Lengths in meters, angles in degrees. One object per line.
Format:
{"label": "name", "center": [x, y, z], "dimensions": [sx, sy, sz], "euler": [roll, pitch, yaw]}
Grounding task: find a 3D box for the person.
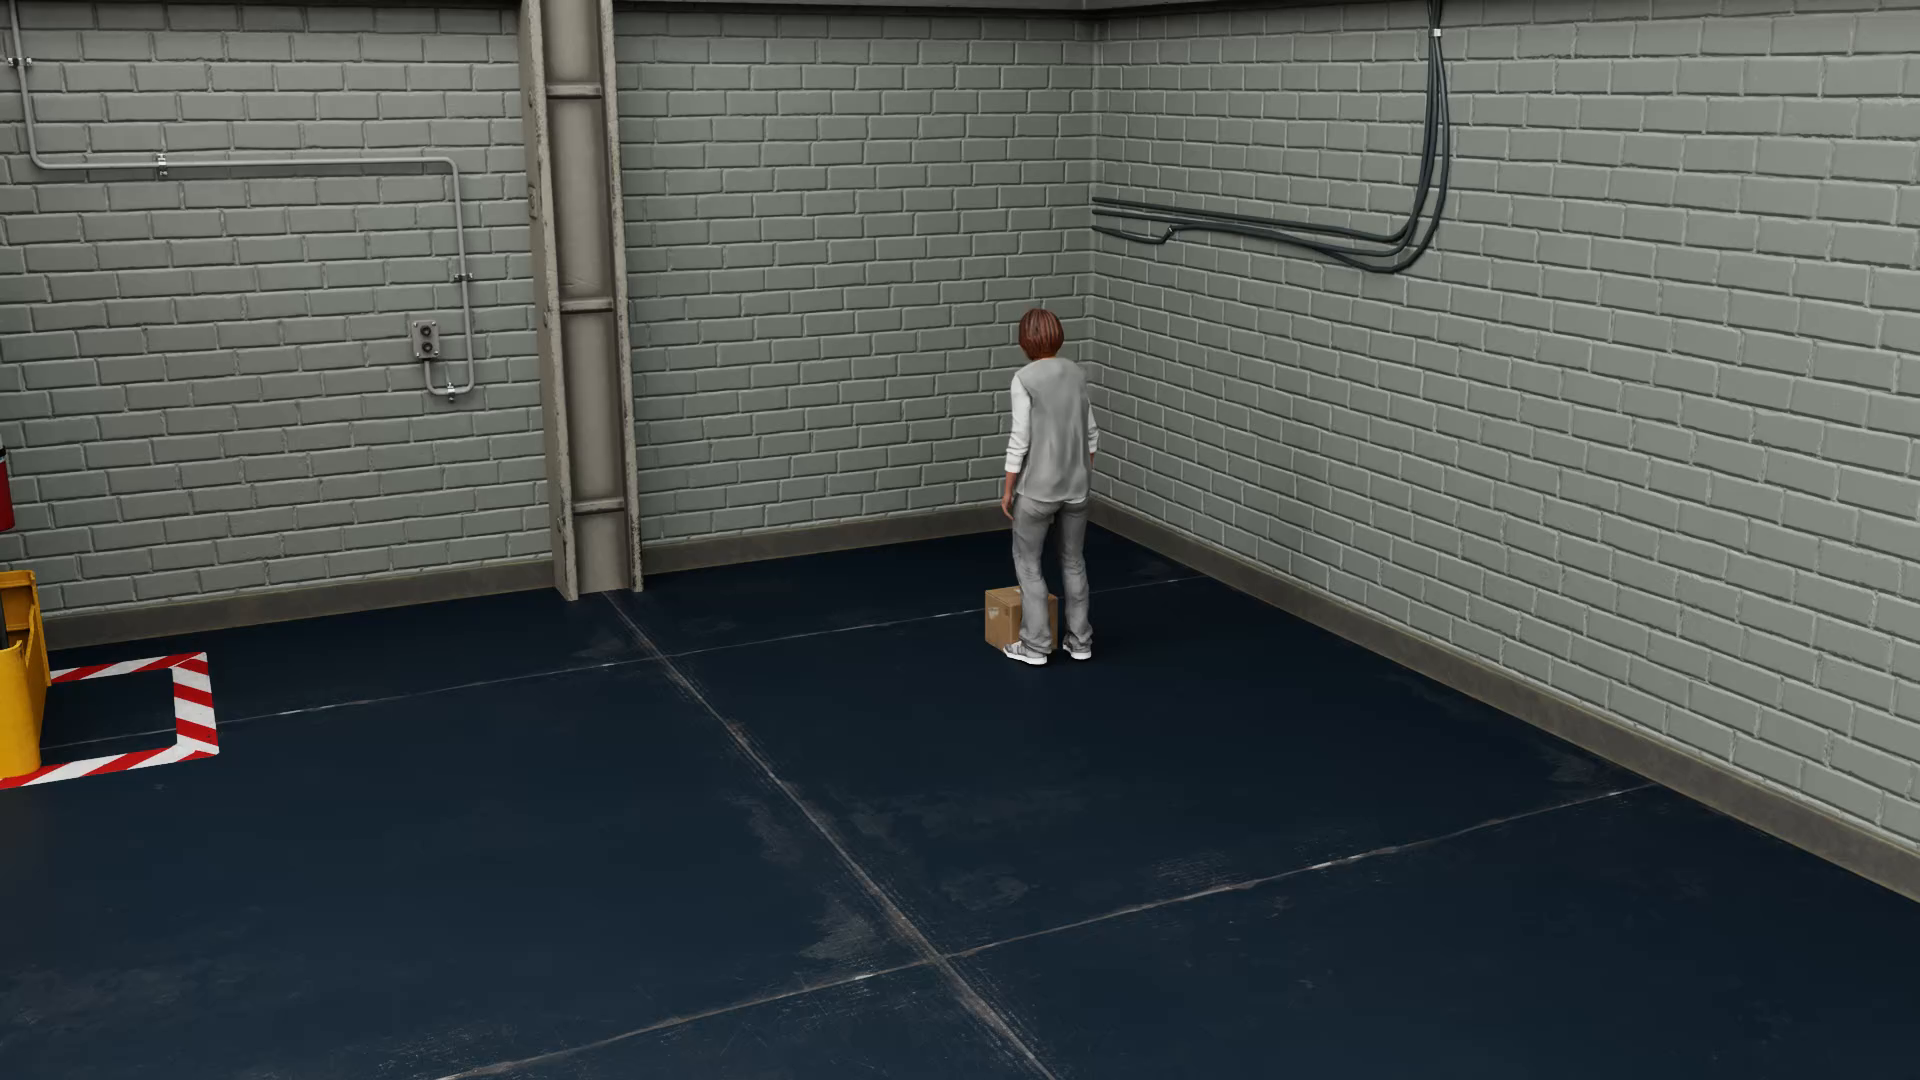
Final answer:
{"label": "person", "center": [0.391, -0.221, 7.346], "dimensions": [0.481, 1.591, 0.378], "euler": [-9, 18, -28]}
